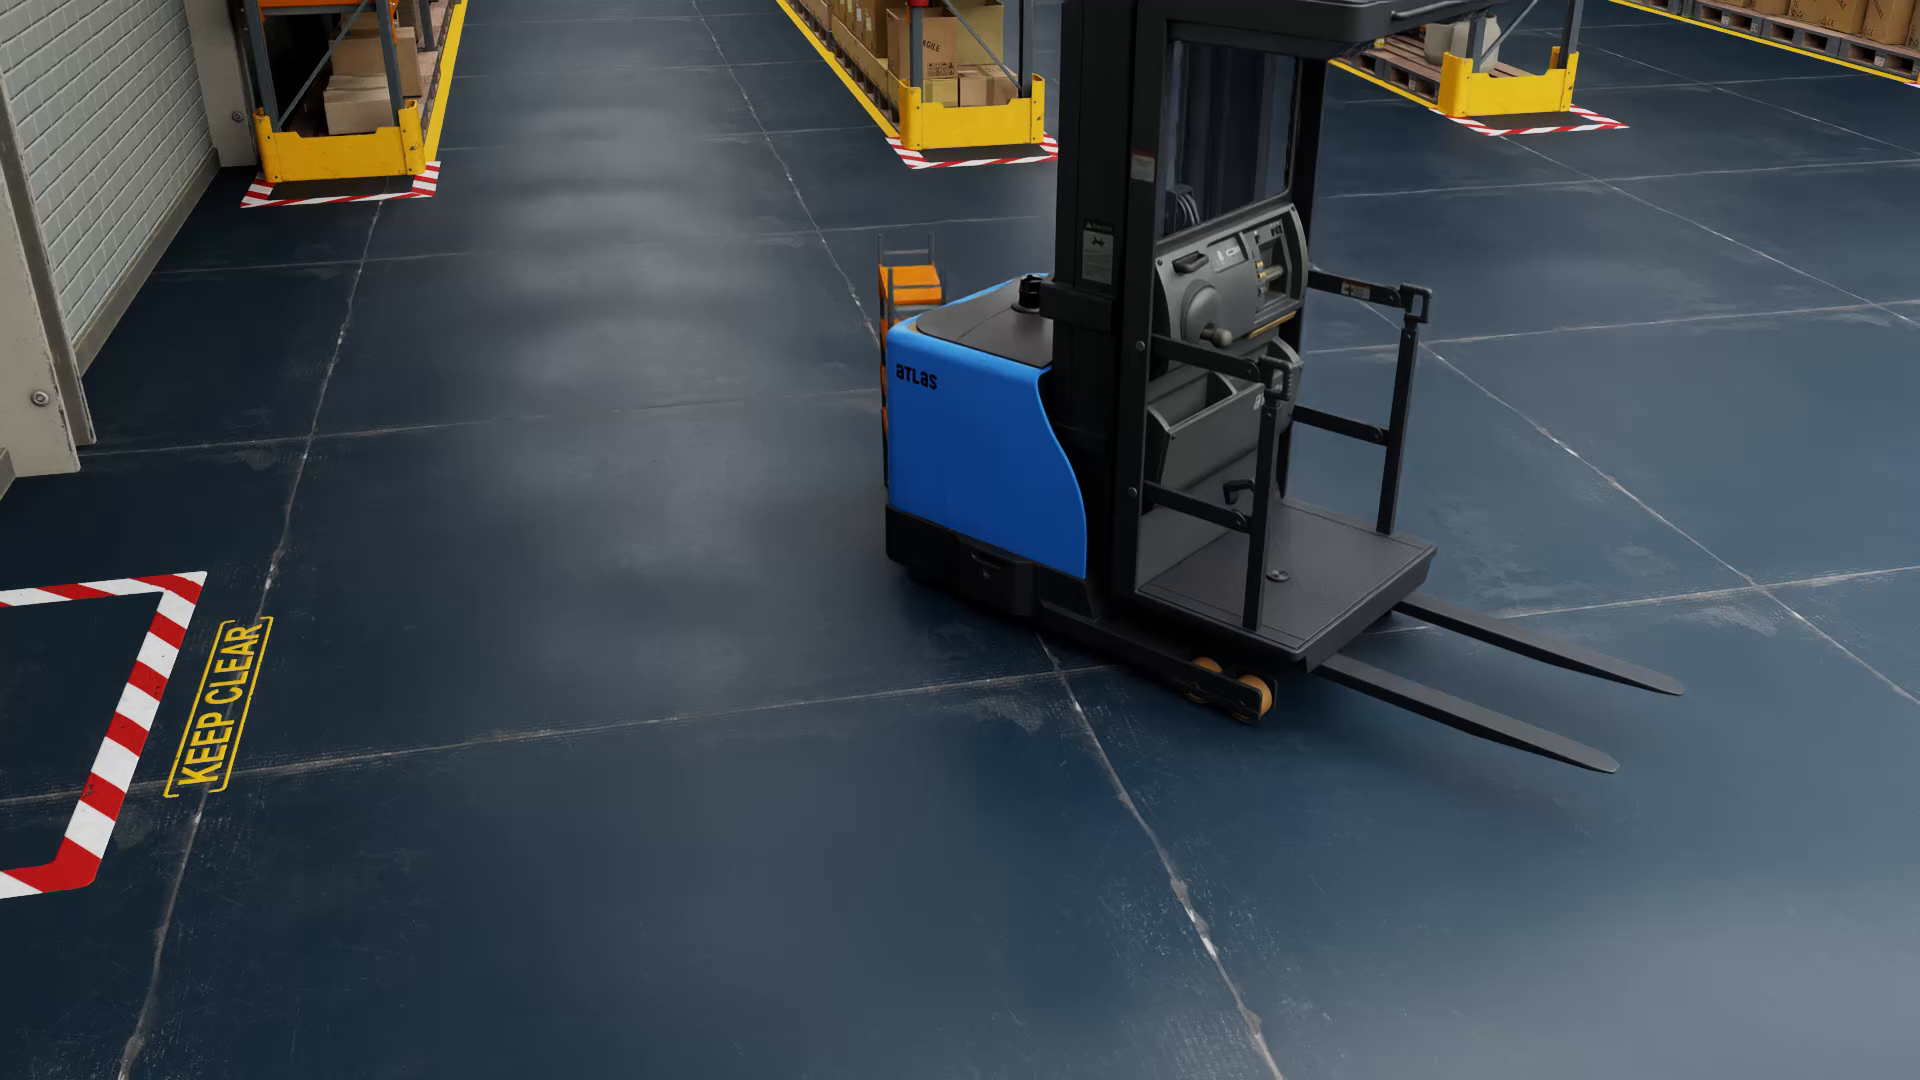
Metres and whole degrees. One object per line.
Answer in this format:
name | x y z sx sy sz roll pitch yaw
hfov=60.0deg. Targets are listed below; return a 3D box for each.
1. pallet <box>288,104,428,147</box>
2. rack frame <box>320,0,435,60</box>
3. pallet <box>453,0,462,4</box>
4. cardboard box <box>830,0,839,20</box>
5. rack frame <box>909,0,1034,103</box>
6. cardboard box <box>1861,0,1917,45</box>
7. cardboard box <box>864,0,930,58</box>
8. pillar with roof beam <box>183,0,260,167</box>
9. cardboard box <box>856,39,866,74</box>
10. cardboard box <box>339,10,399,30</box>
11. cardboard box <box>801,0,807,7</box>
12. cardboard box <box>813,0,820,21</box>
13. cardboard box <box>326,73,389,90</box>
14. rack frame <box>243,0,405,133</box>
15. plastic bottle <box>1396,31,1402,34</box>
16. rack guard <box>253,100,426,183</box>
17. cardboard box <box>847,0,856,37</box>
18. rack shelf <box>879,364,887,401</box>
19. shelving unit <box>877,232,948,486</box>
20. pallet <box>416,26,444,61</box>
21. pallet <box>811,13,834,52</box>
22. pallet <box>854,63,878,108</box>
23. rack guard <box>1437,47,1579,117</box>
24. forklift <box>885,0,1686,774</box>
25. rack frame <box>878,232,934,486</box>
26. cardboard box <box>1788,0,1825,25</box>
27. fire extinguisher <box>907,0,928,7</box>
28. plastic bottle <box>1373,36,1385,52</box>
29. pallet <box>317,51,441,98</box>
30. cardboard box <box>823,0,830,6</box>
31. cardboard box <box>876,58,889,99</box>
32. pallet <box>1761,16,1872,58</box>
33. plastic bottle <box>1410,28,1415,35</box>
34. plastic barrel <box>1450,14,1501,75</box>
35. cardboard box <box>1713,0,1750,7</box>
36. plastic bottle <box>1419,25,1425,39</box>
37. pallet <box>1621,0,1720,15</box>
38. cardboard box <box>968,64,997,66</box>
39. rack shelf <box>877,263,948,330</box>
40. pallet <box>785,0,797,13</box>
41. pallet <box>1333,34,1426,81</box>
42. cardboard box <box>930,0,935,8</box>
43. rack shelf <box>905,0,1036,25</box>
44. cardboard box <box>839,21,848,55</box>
pallet | -4.899 -3.298 13.550 1.003 0.211 1.213 -6 27 -12
rack frame | -5.634 -5.905 15.620 1.000 3.000 0.127 -6 27 -12
pallet | -6.640 -6.770 20.429 1.003 0.211 1.213 -6 27 -12
cardboard box | -1.010 -5.469 16.510 0.500 0.500 0.500 -6 27 -12
rack frame | 0.092 -4.654 13.141 1.000 3.000 0.127 -6 27 -12
cardboard box | 9.452 -5.264 16.659 0.500 0.500 0.500 1 27 2
cardboard box | -0.558 -4.591 14.771 0.500 0.500 0.500 -6 27 -12
pillar with roof beam | -1.539 -7.484 12.091 9.100 9.000 0.400 -6 27 -12
cardboard box | -0.666 -4.476 15.375 0.500 0.250 0.500 -6 27 -12
cardboard box | -5.362 -4.534 15.190 0.500 0.500 0.500 -8 28 -15
cardboard box | -1.526 -6.193 18.776 0.500 0.250 0.500 -5 27 -11
cardboard box | -1.297 -5.745 17.888 0.500 0.250 0.500 -6 27 -12
cardboard box | -4.930 -3.708 13.764 0.500 0.311 0.500 -4 27 -7
rack frame | -4.733 -4.149 12.141 1.000 3.000 0.127 -6 27 -12
plastic bottle | 4.489 -5.333 17.012 0.061 0.283 0.133 -6 27 -12
rack guard | -4.750 -3.067 12.771 1.175 0.500 0.348 -6 27 -12
cardboard box | -0.784 -5.030 15.640 0.500 0.500 0.500 -6 27 -12
rack shelf | -0.206 -0.628 7.313 0.258 0.148 0.480 -3 27 -6
shelving unit | -0.206 -0.689 7.283 0.258 1.200 0.503 -3 27 -6
pallet | -5.811 -5.002 16.926 1.003 0.211 1.213 -6 27 -12
pallet | -1.013 -5.484 17.882 1.003 0.211 1.213 -6 27 -12
pallet | -0.392 -4.275 15.485 1.003 0.211 1.213 -6 27 -12
rack guard | 4.856 -4.068 14.754 1.175 0.500 0.348 -6 27 -12
forklift | 1.141 -0.925 5.829 3.031 2.935 1.130 21 34 35
rack frame | -0.236 -0.798 7.499 0.240 1.200 0.015 -3 27 -6
cardboard box | 9.247 -5.791 17.702 0.500 0.500 0.500 -8 28 -16
fire extinguisher | -0.334 -4.520 12.962 0.296 0.674 0.183 -6 27 -12
plastic bottle | 4.078 -4.864 16.175 0.097 0.201 0.097 0 27 0
pallet | -5.449 -4.369 15.672 1.003 0.211 1.213 -6 27 -12
cardboard box | -1.180 -5.769 17.313 0.500 0.311 0.500 -6 27 -12
cardboard box | -0.441 -4.037 14.506 0.500 0.250 0.500 -6 27 -12
pallet | 9.308 -5.341 17.598 1.003 0.211 1.213 -6 27 -12
plastic bottle | 4.646 -5.258 16.956 0.097 0.201 0.097 0 27 0
plastic barrel | 4.696 -4.513 15.158 0.421 0.512 0.421 0 27 0
cardboard box | 8.894 -6.306 18.723 0.500 0.500 0.500 -7 28 -13
plastic bottle | 4.692 -5.168 16.777 0.097 0.201 0.097 0 27 0
pallet | 8.666 -6.511 19.915 1.003 0.211 1.213 -6 27 -12
cardboard box | 0.072 -4.091 14.612 0.500 0.250 0.500 -6 27 -12
rack shelf | -0.206 -1.039 7.105 0.258 0.148 0.480 -3 27 -6
pallet | -1.563 -6.556 20.004 1.003 0.211 1.213 -6 27 -12
pallet | 4.407 -4.831 16.586 1.003 0.211 1.213 -6 27 -12
cardboard box | -0.051 -4.644 14.875 0.500 0.500 0.500 -6 27 -12
rack shelf | -0.358 -5.211 15.043 1.077 0.370 4.000 -6 27 -12
cardboard box | -0.892 -4.915 16.245 0.500 0.250 0.500 -6 27 -12
